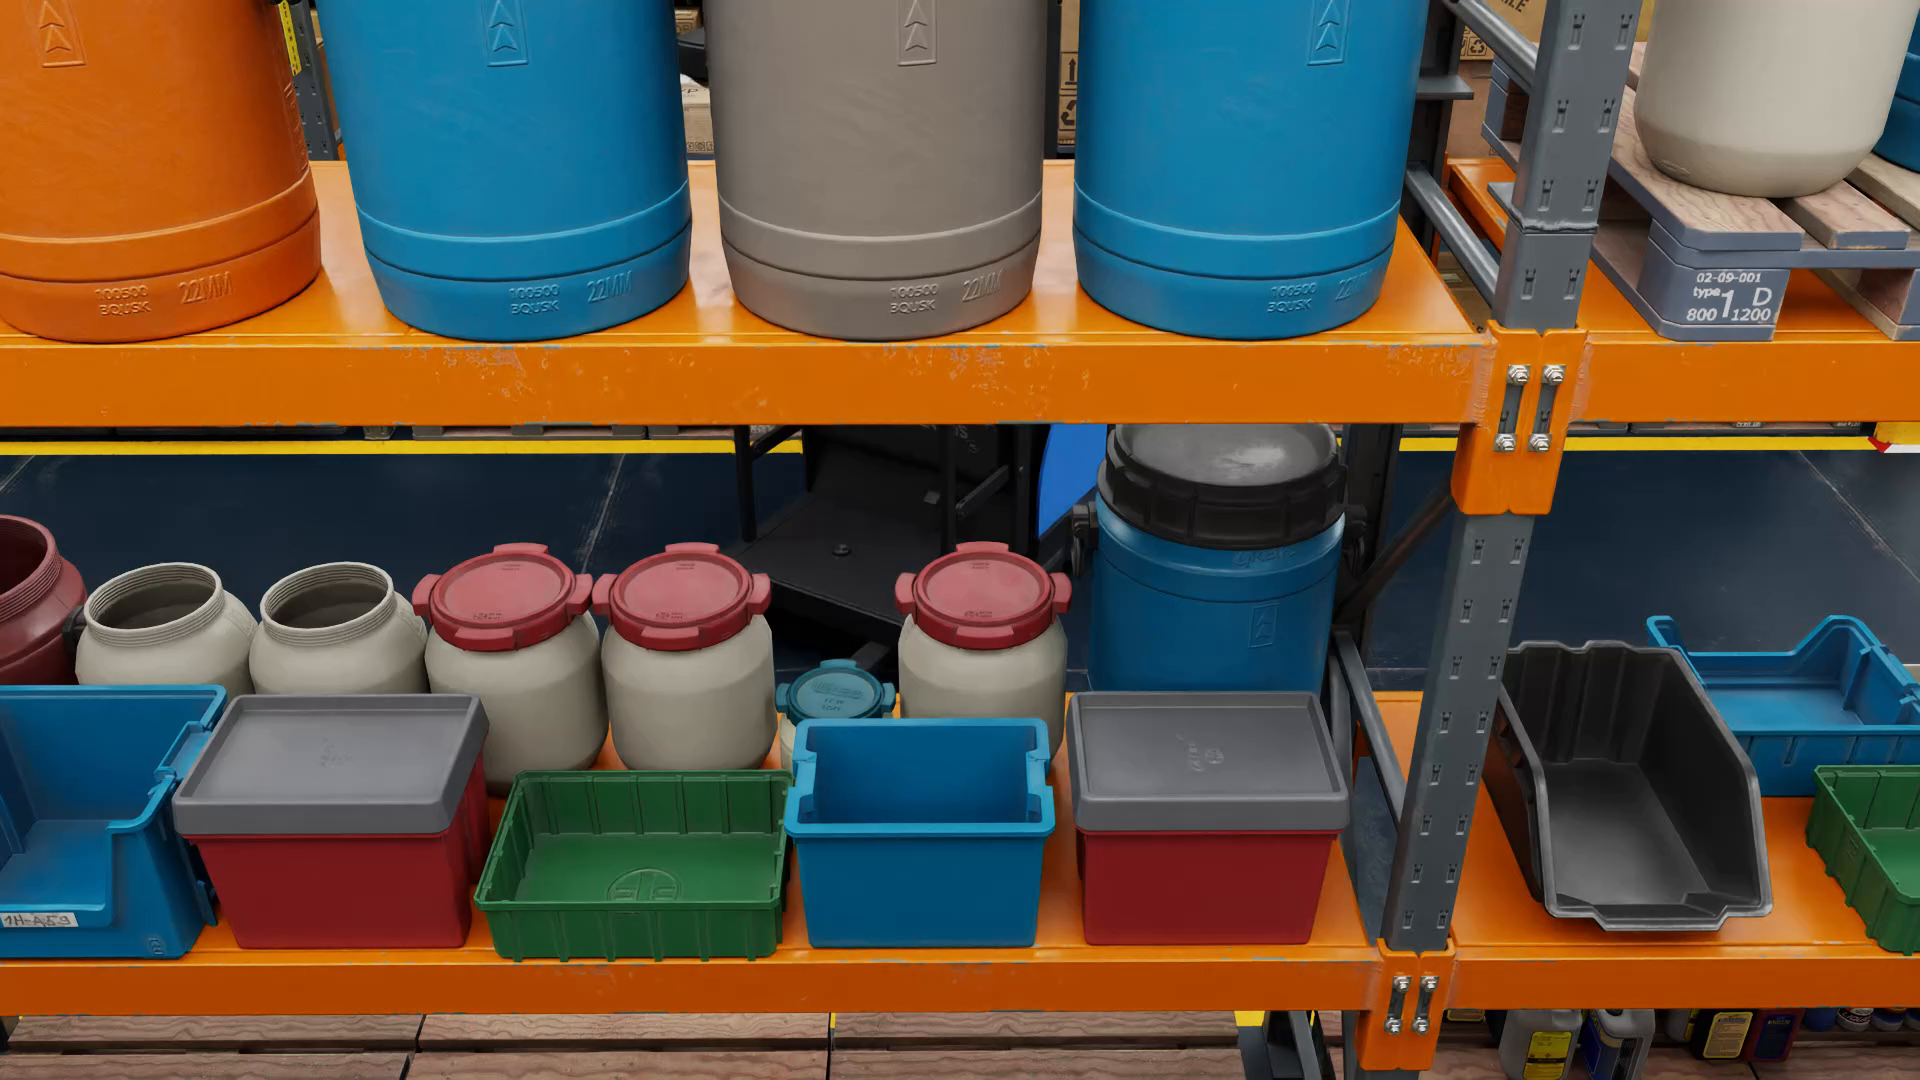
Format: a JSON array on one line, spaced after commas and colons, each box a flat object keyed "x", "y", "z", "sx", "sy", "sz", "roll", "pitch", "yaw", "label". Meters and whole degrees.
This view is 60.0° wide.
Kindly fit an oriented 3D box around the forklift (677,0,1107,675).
[{"x": -0.334, "y": -0.932, "z": 6.461, "sx": 1.130, "sy": 2.935, "sz": 3.031, "roll": 17, "pitch": 35, "yaw": 26, "label": "forklift"}]

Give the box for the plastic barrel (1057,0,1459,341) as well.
[{"x": 0.508, "y": -0.879, "z": 2.931, "sx": 0.708, "sy": 0.901, "sz": 0.600, "roll": 0, "pitch": 31, "yaw": 0, "label": "plastic barrel"}]

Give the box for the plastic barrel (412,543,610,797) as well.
[{"x": -1.109, "y": 0.339, "z": 4.169, "sx": 0.433, "sy": 0.535, "sz": 0.433, "roll": 0, "pitch": 31, "yaw": 0, "label": "plastic barrel"}]

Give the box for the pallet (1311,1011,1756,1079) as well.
[{"x": 1.687, "y": 1.716, "z": 4.719, "sx": 1.213, "sy": 0.211, "sz": 1.003, "roll": 0, "pitch": 31, "yaw": 0, "label": "pallet"}]

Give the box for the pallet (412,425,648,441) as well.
[{"x": -2.233, "y": -0.862, "z": 8.967, "sx": 1.213, "sy": 0.211, "sz": 1.003, "roll": 0, "pitch": 31, "yaw": 0, "label": "pallet"}]

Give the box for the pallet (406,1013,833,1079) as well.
[{"x": -0.993, "y": 1.724, "z": 4.705, "sx": 1.213, "sy": 0.211, "sz": 1.003, "roll": 0, "pitch": 31, "yaw": 0, "label": "pallet"}]

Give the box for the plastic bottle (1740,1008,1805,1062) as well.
[{"x": 2.336, "y": 1.381, "z": 4.777, "sx": 0.133, "sy": 0.283, "sz": 0.061, "roll": 0, "pitch": 31, "yaw": 0, "label": "plastic bottle"}]

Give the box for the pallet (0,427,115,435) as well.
[{"x": -5.020, "y": -0.895, "z": 9.021, "sx": 1.213, "sy": 0.211, "sz": 1.003, "roll": 0, "pitch": 31, "yaw": 0, "label": "pallet"}]

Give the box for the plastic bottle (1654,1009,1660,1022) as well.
[{"x": 2.012, "y": 1.303, "z": 4.905, "sx": 0.133, "sy": 0.283, "sz": 0.061, "roll": 2, "pitch": 31, "yaw": 3, "label": "plastic bottle"}]

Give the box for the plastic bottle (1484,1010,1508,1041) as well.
[{"x": 1.658, "y": 1.297, "z": 4.850, "sx": 0.185, "sy": 0.351, "sz": 0.144, "roll": -1, "pitch": 31, "yaw": -2, "label": "plastic bottle"}]

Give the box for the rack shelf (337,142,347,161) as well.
[{"x": -5.015, "y": -1.739, "z": 8.418, "sx": 4.000, "sy": 0.370, "sz": 1.077, "roll": 0, "pitch": 31, "yaw": 0, "label": "rack shelf"}]

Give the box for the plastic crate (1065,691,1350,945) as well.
[{"x": 0.533, "y": 0.637, "z": 3.747, "sx": 0.583, "sy": 0.464, "sz": 0.402, "roll": 0, "pitch": 31, "yaw": 0, "label": "plastic crate"}]

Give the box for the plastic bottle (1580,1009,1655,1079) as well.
[{"x": 1.875, "y": 1.405, "z": 4.744, "sx": 0.135, "sy": 0.276, "sz": 0.152, "roll": 0, "pitch": 31, "yaw": 0, "label": "plastic bottle"}]

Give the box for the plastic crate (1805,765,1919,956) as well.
[{"x": 2.374, "y": 0.737, "z": 3.848, "sx": 0.662, "sy": 0.188, "sz": 0.450, "roll": 0, "pitch": 31, "yaw": 0, "label": "plastic crate"}]

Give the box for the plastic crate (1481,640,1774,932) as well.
[{"x": 1.540, "y": 0.595, "z": 3.938, "sx": 0.504, "sy": 0.338, "sz": 0.767, "roll": 0, "pitch": 31, "yaw": 0, "label": "plastic crate"}]

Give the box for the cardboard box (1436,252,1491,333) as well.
[{"x": 2.579, "y": -1.205, "z": 8.849, "sx": 0.500, "sy": 0.500, "sz": 0.500, "roll": -3, "pitch": 31, "yaw": -5, "label": "cardboard box"}]

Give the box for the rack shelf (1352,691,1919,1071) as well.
[{"x": 3.015, "y": 0.805, "z": 4.224, "sx": 4.000, "sy": 0.370, "sz": 1.077, "roll": 0, "pitch": 31, "yaw": 0, "label": "rack shelf"}]

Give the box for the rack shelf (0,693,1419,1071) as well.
[{"x": -0.985, "y": 0.818, "z": 4.204, "sx": 4.000, "sy": 0.370, "sz": 1.077, "roll": 0, "pitch": 31, "yaw": 0, "label": "rack shelf"}]

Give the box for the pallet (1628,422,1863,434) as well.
[{"x": 4.097, "y": -0.901, "z": 9.032, "sx": 1.213, "sy": 0.211, "sz": 1.003, "roll": 0, "pitch": 31, "yaw": 0, "label": "pallet"}]

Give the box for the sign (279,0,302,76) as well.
[{"x": -3.008, "y": -2.260, "z": 7.466, "sx": 0.005, "sy": 0.325, "sz": 0.100, "roll": 0, "pitch": 31, "yaw": 0, "label": "sign"}]

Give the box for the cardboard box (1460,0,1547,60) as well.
[{"x": 2.437, "y": -2.536, "z": 7.690, "sx": 0.500, "sy": 0.500, "sz": 0.500, "roll": 0, "pitch": 31, "yaw": 0, "label": "cardboard box"}]

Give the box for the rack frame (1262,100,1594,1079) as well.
[{"x": 1.015, "y": 0.504, "z": 4.028, "sx": 0.127, "sy": 3.000, "sz": 1.000, "roll": 0, "pitch": 31, "yaw": 0, "label": "rack frame"}]

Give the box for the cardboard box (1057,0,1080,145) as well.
[{"x": 0.190, "y": -2.571, "z": 8.113, "sx": 1.000, "sy": 1.000, "sz": 1.000, "roll": 0, "pitch": 31, "yaw": 0, "label": "cardboard box"}]

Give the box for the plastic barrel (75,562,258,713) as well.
[{"x": -1.957, "y": 0.355, "z": 4.166, "sx": 0.421, "sy": 0.512, "sz": 0.421, "roll": 0, "pitch": 31, "yaw": 0, "label": "plastic barrel"}]

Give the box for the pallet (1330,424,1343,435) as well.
[{"x": 1.657, "y": -0.893, "z": 9.019, "sx": 1.213, "sy": 0.211, "sz": 1.003, "roll": 0, "pitch": 31, "yaw": 0, "label": "pallet"}]

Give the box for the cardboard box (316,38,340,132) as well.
[{"x": -3.502, "y": -2.235, "z": 8.445, "sx": 0.500, "sy": 0.500, "sz": 0.500, "roll": 1, "pitch": 31, "yaw": 1, "label": "cardboard box"}]

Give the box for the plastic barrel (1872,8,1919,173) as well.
[{"x": 2.011, "y": -1.120, "z": 2.924, "sx": 0.708, "sy": 0.901, "sz": 0.600, "roll": 0, "pitch": 31, "yaw": 0, "label": "plastic barrel"}]

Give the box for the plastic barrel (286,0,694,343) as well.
[{"x": -0.800, "y": -0.874, "z": 2.924, "sx": 0.708, "sy": 0.901, "sz": 0.600, "roll": 0, "pitch": 31, "yaw": 0, "label": "plastic barrel"}]

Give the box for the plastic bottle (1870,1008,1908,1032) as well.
[{"x": 2.757, "y": 1.315, "z": 4.897, "sx": 0.097, "sy": 0.271, "sz": 0.097, "roll": 0, "pitch": 31, "yaw": 0, "label": "plastic bottle"}]

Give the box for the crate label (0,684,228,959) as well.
[{"x": -1.990, "y": 0.639, "z": 3.772, "sx": 0.616, "sy": 0.435, "sz": 0.502, "roll": 0, "pitch": 31, "yaw": 0, "label": "crate label"}]

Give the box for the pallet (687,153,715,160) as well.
[{"x": -1.035, "y": -1.998, "z": 8.336, "sx": 1.213, "sy": 0.211, "sz": 1.003, "roll": 0, "pitch": 31, "yaw": 0, "label": "pallet"}]

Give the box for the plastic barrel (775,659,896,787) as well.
[{"x": -0.309, "y": 0.488, "z": 4.188, "sx": 0.301, "sy": 0.262, "sz": 0.301, "roll": 0, "pitch": 31, "yaw": 0, "label": "plastic barrel"}]

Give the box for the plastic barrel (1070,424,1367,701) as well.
[{"x": 0.627, "y": 0.134, "z": 4.154, "sx": 0.708, "sy": 0.901, "sz": 0.600, "roll": 0, "pitch": 31, "yaw": 0, "label": "plastic barrel"}]

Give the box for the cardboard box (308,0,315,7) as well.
[{"x": -5.160, "y": -3.912, "z": 12.588, "sx": 0.500, "sy": 0.250, "sz": 0.500, "roll": 1, "pitch": 31, "yaw": 2, "label": "cardboard box"}]

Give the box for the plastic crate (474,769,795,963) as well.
[{"x": -0.725, "y": 0.747, "z": 3.832, "sx": 0.662, "sy": 0.188, "sz": 0.450, "roll": 0, "pitch": 31, "yaw": 0, "label": "plastic crate"}]

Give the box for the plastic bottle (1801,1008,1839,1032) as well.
[{"x": 2.555, "y": 1.316, "z": 4.895, "sx": 0.097, "sy": 0.271, "sz": 0.097, "roll": 0, "pitch": 31, "yaw": 0, "label": "plastic bottle"}]

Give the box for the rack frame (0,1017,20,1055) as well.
[{"x": -2.985, "y": 0.517, "z": 4.007, "sx": 0.127, "sy": 3.000, "sz": 1.000, "roll": 0, "pitch": 31, "yaw": 0, "label": "rack frame"}]
